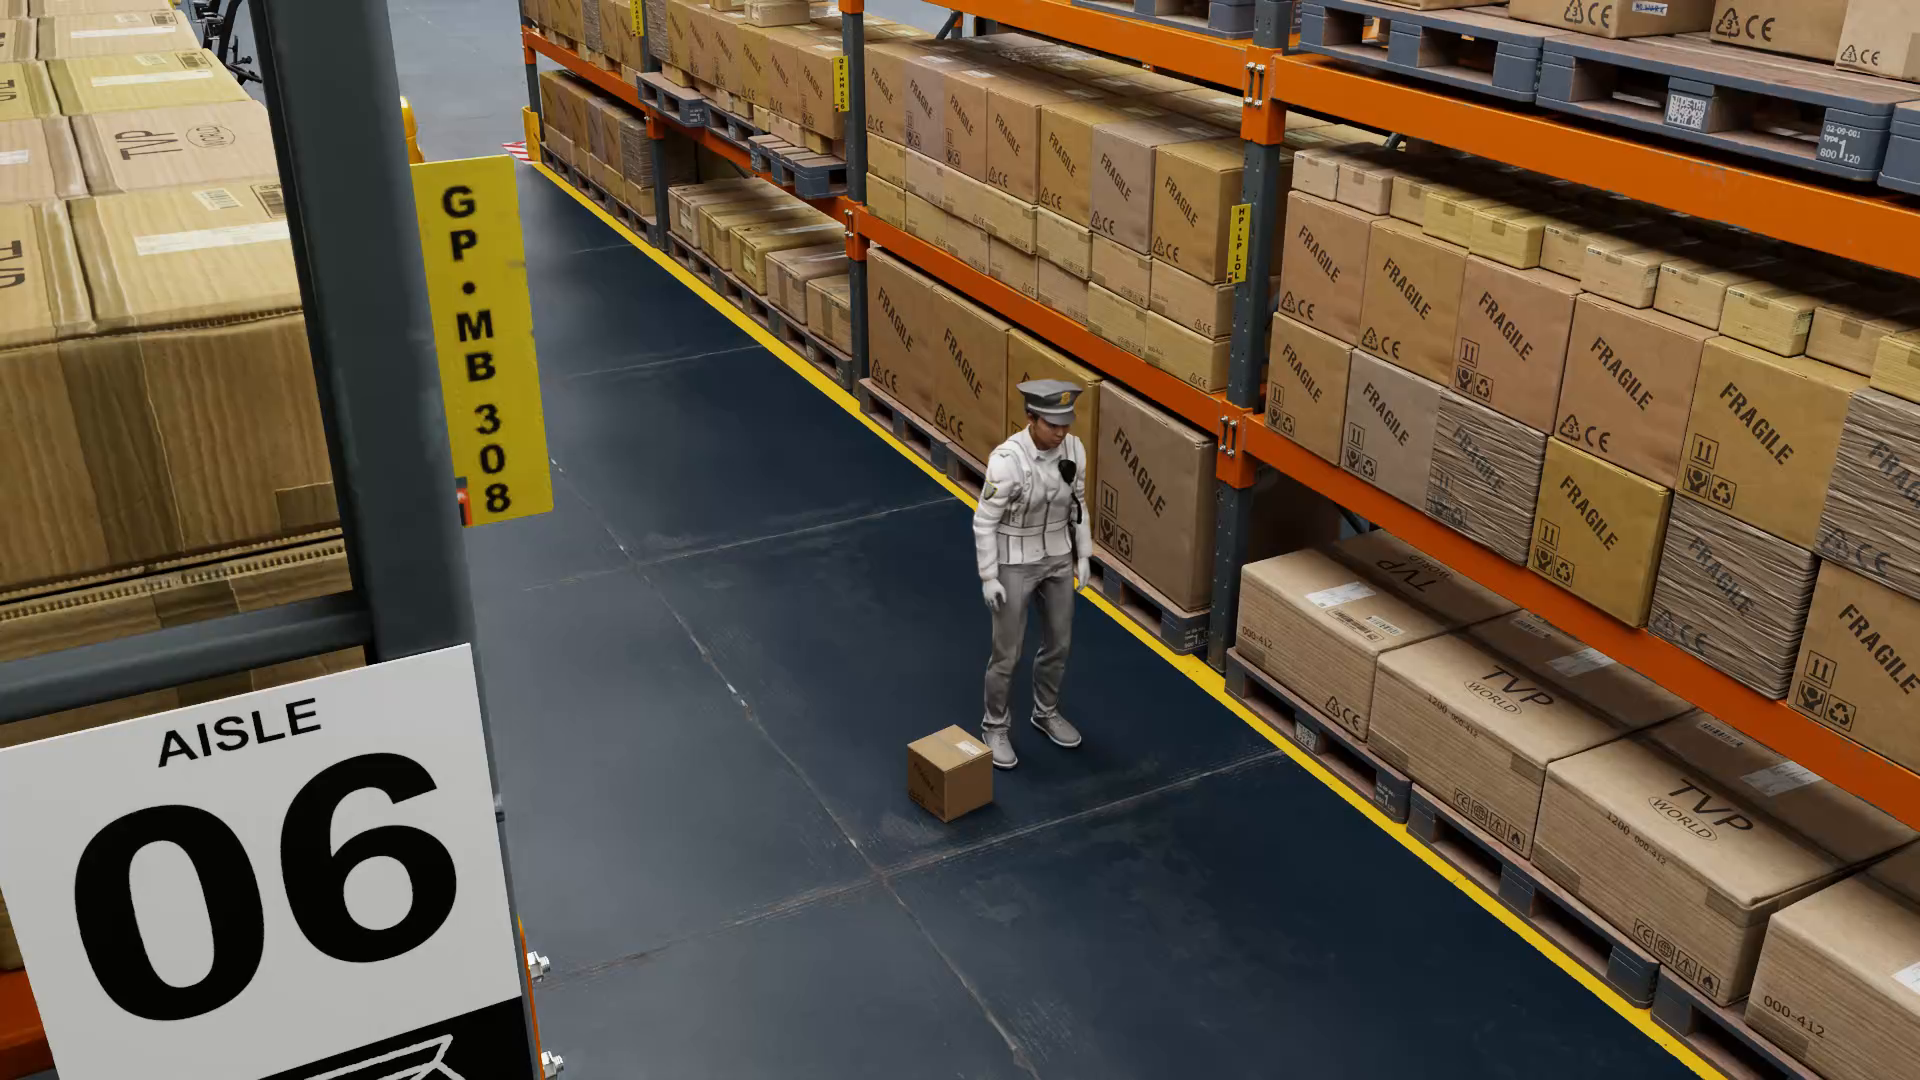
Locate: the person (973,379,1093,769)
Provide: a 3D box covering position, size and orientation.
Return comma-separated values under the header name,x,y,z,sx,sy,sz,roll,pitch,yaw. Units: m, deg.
name,x,y,z,sx,sy,sz,roll,pitch,yaw
person,0.316,0.119,6.858,0.530,1.663,0.342,-13,29,-25
